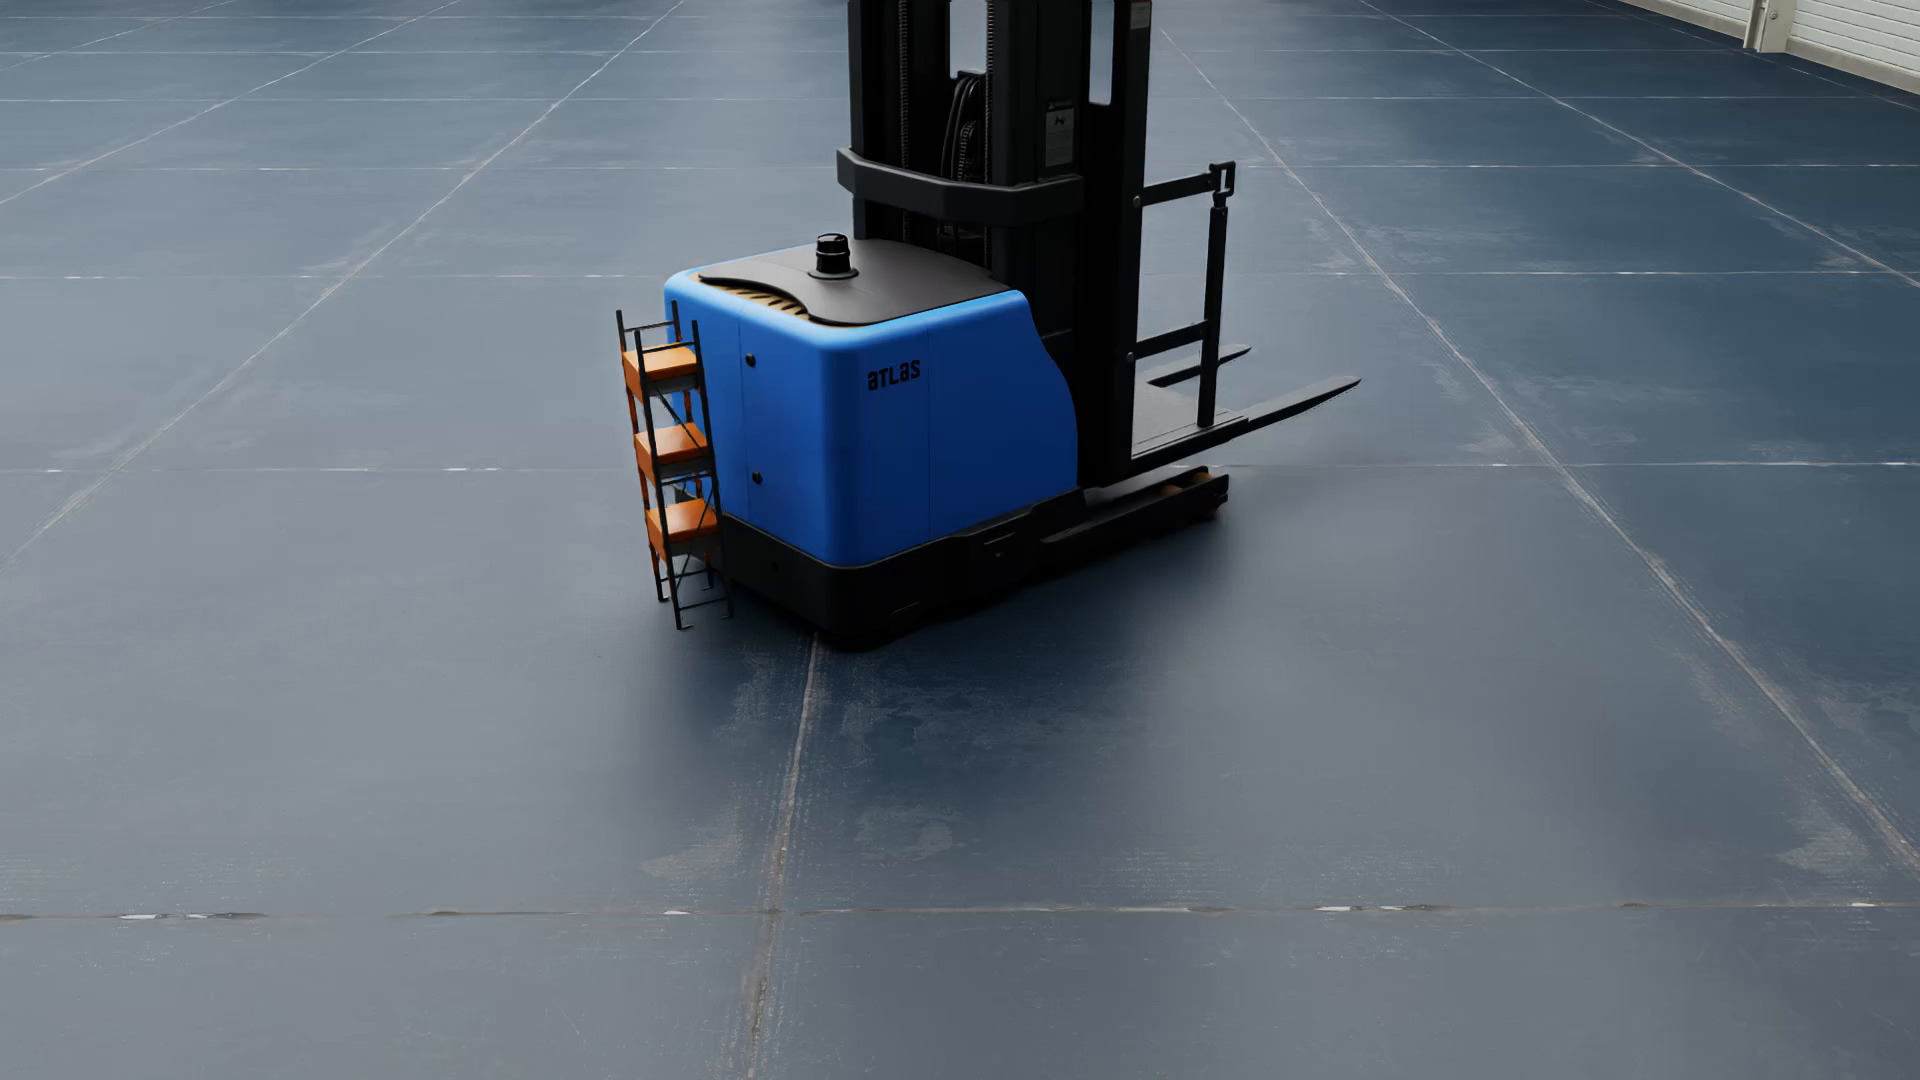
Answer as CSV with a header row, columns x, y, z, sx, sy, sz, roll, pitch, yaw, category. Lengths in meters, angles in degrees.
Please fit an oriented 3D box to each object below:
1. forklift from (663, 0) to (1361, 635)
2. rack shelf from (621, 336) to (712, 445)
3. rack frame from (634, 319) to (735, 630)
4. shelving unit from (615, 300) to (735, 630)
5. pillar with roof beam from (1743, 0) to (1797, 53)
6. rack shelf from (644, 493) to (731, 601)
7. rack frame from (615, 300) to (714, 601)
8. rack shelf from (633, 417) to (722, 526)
x,y,z,sx,sy,sz,roll,pitch,yaw,category
0.408,-1.521,6.055,3.031,2.935,1.130,-20,31,-38,forklift
-0.950,-0.485,5.372,0.215,0.259,0.240,-13,27,-20,rack shelf
-0.886,-0.193,5.387,0.200,1.050,0.008,-13,27,-20,rack frame
-0.935,-0.239,5.489,0.215,1.050,0.252,-13,27,-20,shelving unit
4.380,-9.368,16.044,9.100,9.000,0.400,0,24,-1,pillar with roof beam
-0.920,0.021,5.612,0.215,0.259,0.240,-13,27,-20,rack shelf
-0.985,-0.284,5.591,0.200,1.050,0.008,-13,27,-20,rack frame
-0.935,-0.229,5.493,0.215,0.259,0.240,-13,27,-20,rack shelf
